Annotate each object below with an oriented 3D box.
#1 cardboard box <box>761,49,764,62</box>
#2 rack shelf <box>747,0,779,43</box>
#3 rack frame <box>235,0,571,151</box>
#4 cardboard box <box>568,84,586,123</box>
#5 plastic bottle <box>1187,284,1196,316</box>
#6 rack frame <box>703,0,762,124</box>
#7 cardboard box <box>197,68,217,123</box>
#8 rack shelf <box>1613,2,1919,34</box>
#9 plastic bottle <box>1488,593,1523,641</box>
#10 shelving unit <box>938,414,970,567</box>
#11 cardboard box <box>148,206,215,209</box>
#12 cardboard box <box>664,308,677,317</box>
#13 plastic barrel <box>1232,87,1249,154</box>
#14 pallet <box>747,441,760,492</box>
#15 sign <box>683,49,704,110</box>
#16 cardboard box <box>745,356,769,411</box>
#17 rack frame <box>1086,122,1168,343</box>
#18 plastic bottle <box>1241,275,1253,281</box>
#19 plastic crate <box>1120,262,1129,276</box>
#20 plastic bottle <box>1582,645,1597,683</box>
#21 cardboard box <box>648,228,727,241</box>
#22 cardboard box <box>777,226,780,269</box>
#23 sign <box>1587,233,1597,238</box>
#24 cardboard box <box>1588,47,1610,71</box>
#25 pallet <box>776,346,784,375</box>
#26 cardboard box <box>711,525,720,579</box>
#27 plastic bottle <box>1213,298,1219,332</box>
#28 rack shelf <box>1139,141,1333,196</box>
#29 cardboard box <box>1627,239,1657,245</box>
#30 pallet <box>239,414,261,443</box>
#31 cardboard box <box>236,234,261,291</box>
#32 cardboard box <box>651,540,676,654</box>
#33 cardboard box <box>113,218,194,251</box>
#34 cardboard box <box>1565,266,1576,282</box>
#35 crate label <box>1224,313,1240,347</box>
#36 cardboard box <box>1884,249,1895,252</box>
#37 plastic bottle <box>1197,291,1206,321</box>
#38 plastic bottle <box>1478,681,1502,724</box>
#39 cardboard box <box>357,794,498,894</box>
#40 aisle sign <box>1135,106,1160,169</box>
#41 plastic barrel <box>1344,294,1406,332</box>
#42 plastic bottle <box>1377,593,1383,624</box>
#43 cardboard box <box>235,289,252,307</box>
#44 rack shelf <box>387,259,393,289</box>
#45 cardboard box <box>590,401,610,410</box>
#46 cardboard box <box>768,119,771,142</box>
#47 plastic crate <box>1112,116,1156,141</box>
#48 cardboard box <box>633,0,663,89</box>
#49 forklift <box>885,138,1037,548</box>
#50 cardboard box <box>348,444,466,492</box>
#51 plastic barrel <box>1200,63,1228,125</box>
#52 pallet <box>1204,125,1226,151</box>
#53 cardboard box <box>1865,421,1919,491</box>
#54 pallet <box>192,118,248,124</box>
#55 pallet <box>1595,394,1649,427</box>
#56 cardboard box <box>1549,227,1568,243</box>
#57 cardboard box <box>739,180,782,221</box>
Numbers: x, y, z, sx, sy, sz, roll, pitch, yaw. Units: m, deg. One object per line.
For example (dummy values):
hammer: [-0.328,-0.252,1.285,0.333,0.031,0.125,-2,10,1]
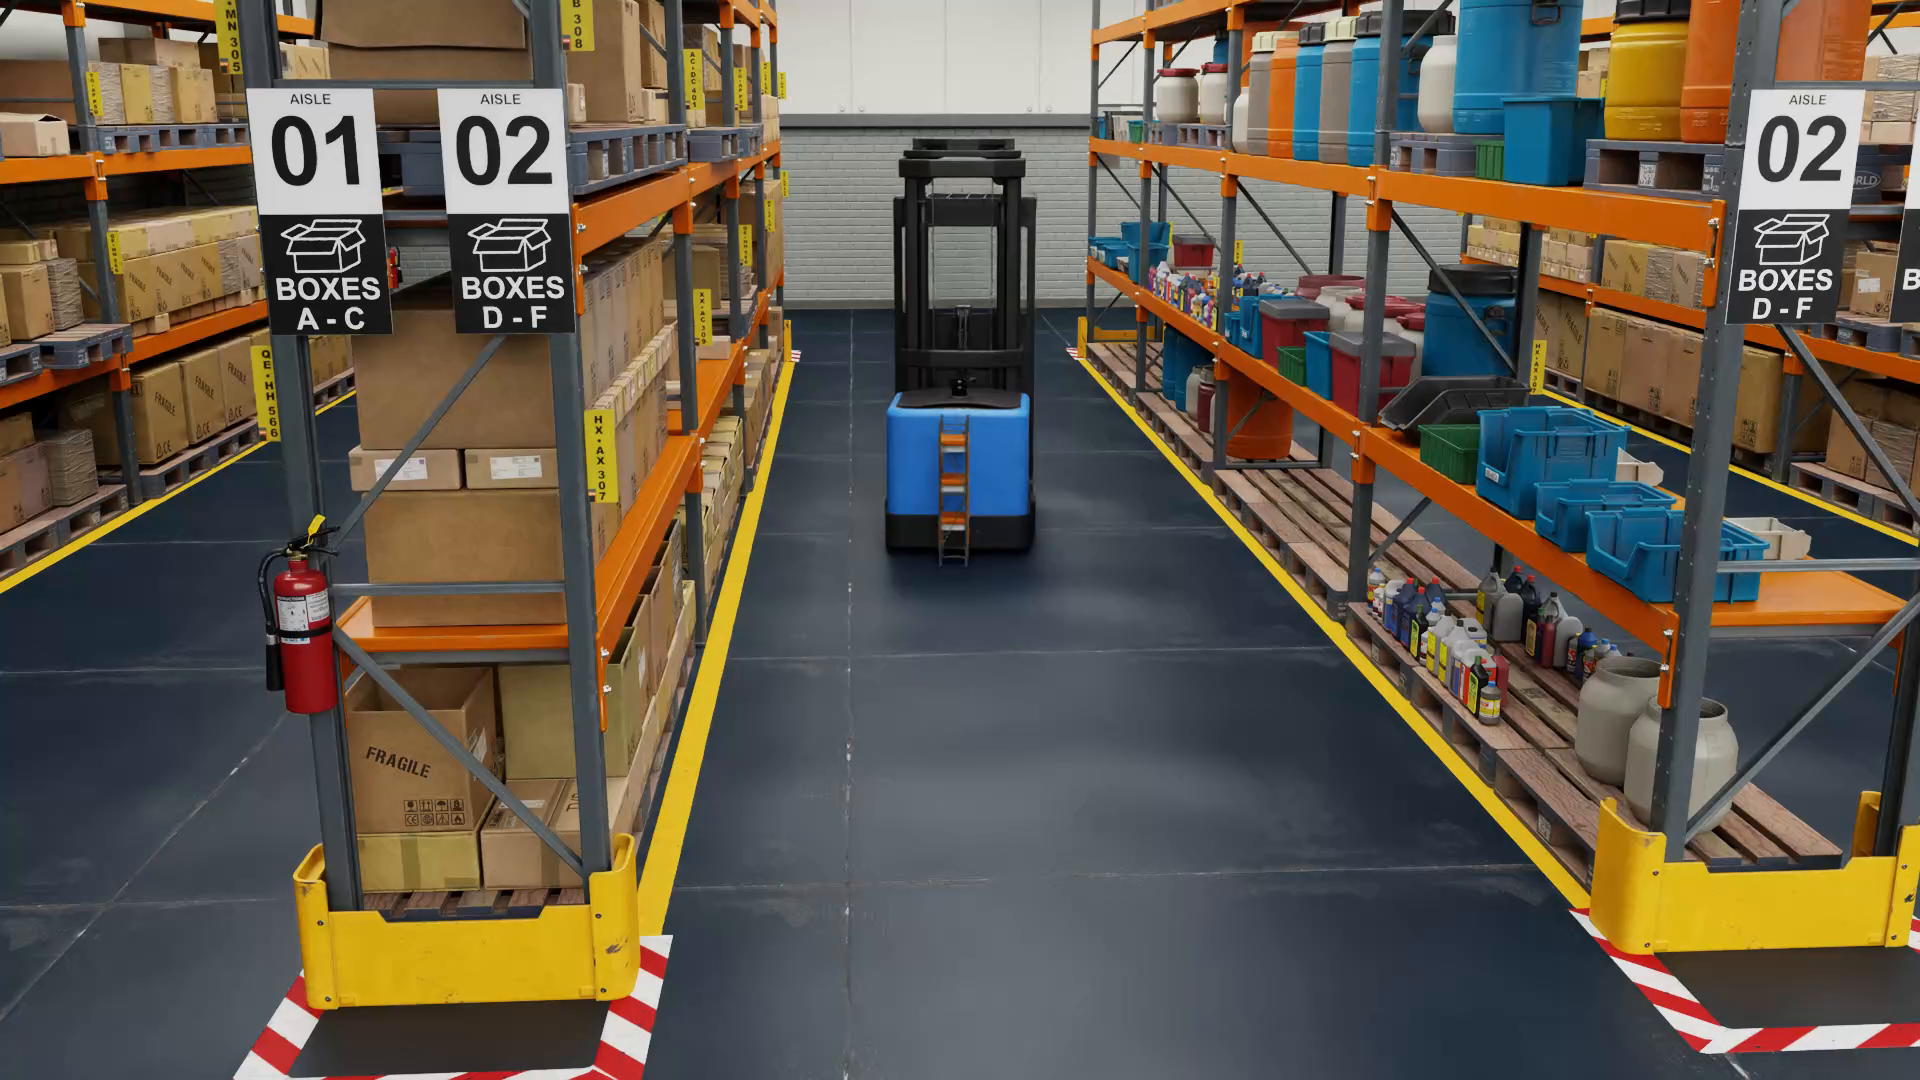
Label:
cardboard box: [-2.530,-5.164,18.351,0.700,0.500,0.500,-1,14,-3]
rack shelf: [-2.659,-5.861,18.695,1.077,0.370,4.000,-1,14,-3]
rack frame: [-1.791,-2.729,5.073,1.000,3.000,0.127,-1,14,-3]
cardboard box: [-1.688,-1.721,6.556,0.380,0.149,0.250,-1,14,-3]
plastic bottle: [2.136,-2.210,15.332,0.061,0.283,0.133,-1,14,-3]
rack frame: [-2.535,-5.713,16.672,1.000,3.000,0.127,-1,14,-3]
cardboard box: [-7.534,-4.224,15.821,0.700,0.500,0.500,-2,15,-6]
rack shelf: [7.477,-4.826,15.469,1.077,0.370,4.000,-1,14,-3]
plastic bottle: [3.098,0.424,9.441,0.152,0.276,0.135,-1,14,-3]
shelving unit: [-0.042,-0.349,11.775,0.215,1.050,0.252,1,14,3]
cardboard box: [-7.710,-3.177,16.513,0.500,0.250,0.500,0,14,-2]
cardboard box: [-2.134,-1.314,11.411,0.500,0.500,0.500,-1,14,-3]
plastic barrel: [2.371,-3.313,13.141,0.421,0.512,0.421,0,14,0]
pallet: [-2.295,-0.649,14.625,1.003,0.211,1.213,-1,14,-3]
sign: [-1.485,-2.569,9.274,0.100,0.325,0.005,-1,14,-3]
cardboard box: [-2.196,-1.569,16.738,0.500,0.500,0.500,-1,14,-3]
rack frame: [2.162,-3.878,21.580,1.000,3.000,0.127,-1,14,-3]
plastic bottle: [2.819,-2.481,16.397,0.152,0.276,0.135,-1,14,-3]
plastic crate: [2.072,-3.053,18.806,0.437,0.125,0.590,-1,14,-3]
plastic bottle: [3.318,0.653,8.703,0.097,0.201,0.097,0,14,0]
cardboard box: [-2.623,-2.768,16.223,0.700,0.500,0.500,1,14,5]
cardboard box: [-2.422,-3.491,19.873,0.500,0.500,0.500,-1,14,-3]
sign: [6.799,-3.409,17.858,0.100,0.325,0.005,-1,14,-3]
cardboard box: [7.301,-5.310,18.376,0.500,0.250,0.500,-2,15,-7]
pallet: [-2.727,-2.235,20.790,1.003,0.211,1.213,-1,14,-3]
cardboard box: [-1.847,0.079,10.876,0.500,0.250,0.500,-1,14,-2]
plastic bottle: [2.206,-1.926,14.227,0.061,0.283,0.133,-1,14,-3]
rack shelf: [2.533,-3.490,15.496,1.077,0.370,4.000,-1,14,-3]
cardboard box: [7.401,-3.335,17.256,0.797,0.503,0.637,-1,14,-5]
pallet: [-7.356,-1.189,16.725,1.003,0.211,1.213,-1,14,-3]
cardboard box: [-7.157,-2.695,16.143,0.500,0.500,0.500,-1,14,-3]
cardboard box: [-1.738,0.308,8.482,0.500,0.500,0.500,-1,14,-3]
cardboard box: [-7.071,-2.676,14.564,0.500,0.250,0.500,-1,14,-3]
cardboard box: [6.991,-2.973,18.566,0.380,0.149,0.250,-1,14,-2]
crate label: [2.309,-1.697,13.438,0.303,0.233,0.416,-1,14,-3]
cardboard box: [11.928,-3.606,21.026,0.380,0.149,0.250,0,14,-1]
plastic bottle: [2.179,-2.104,14.940,0.097,0.271,0.097,0,14,0]
plastic bottle: [2.602,0.793,8.157,0.097,0.201,0.097,0,14,0]
cardboard box: [-2.119,1.176,6.612,0.500,0.250,0.500,-1,14,-3]
aisle sign: [2.450,-5.160,21.343,0.394,0.787,0.004,-1,14,-3]
plastic barrel: [2.992,-1.491,12.029,0.433,0.535,0.433,0,14,0]
plastic bottle: [2.500,0.385,9.744,0.097,0.201,0.097,0,14,0]
cardboard box: [-7.090,-2.346,16.090,0.380,0.149,0.250,-1,14,-3]
rack shelf: [-7.603,-2.879,19.142,1.077,0.370,4.000,-1,14,-3]
cardboard box: [-1.647,-0.477,6.860,0.380,0.149,0.250,-1,14,-4]
cardboard box: [-2.374,-4.561,18.516,0.500,0.250,0.500,-1,14,-3]
plastic crate: [1.991,-4.718,19.060,0.437,0.282,0.530,-1,14,-3]
cardboard box: [-2.038,-2.919,9.785,0.500,0.500,0.500,-1,14,-3]
forklift: [0.048,-1.670,13.134,1.130,2.935,3.031,1,14,3]
cardboard box: [-2.005,-0.278,6.085,0.380,0.149,0.250,-1,14,-4]
plastic barrel: [2.397,-4.049,15.109,0.433,0.535,0.433,0,14,0]
pallet: [2.707,-3.442,14.242,1.003,0.211,1.213,-1,14,-3]
cardboard box: [7.709,-0.664,13.219,0.700,0.500,0.500,-2,15,-8]
pallet: [-7.519,-4.344,17.548,1.003,0.211,1.213,-1,14,-3]
pallet: [7.476,-1.419,17.617,1.003,0.211,1.213,-1,14,-3]
cardboard box: [7.031,-3.629,18.812,0.500,0.500,0.500,-1,14,-3]
cardboard box: [-2.480,-4.229,20.735,0.500,0.500,0.500,-1,14,-4]
